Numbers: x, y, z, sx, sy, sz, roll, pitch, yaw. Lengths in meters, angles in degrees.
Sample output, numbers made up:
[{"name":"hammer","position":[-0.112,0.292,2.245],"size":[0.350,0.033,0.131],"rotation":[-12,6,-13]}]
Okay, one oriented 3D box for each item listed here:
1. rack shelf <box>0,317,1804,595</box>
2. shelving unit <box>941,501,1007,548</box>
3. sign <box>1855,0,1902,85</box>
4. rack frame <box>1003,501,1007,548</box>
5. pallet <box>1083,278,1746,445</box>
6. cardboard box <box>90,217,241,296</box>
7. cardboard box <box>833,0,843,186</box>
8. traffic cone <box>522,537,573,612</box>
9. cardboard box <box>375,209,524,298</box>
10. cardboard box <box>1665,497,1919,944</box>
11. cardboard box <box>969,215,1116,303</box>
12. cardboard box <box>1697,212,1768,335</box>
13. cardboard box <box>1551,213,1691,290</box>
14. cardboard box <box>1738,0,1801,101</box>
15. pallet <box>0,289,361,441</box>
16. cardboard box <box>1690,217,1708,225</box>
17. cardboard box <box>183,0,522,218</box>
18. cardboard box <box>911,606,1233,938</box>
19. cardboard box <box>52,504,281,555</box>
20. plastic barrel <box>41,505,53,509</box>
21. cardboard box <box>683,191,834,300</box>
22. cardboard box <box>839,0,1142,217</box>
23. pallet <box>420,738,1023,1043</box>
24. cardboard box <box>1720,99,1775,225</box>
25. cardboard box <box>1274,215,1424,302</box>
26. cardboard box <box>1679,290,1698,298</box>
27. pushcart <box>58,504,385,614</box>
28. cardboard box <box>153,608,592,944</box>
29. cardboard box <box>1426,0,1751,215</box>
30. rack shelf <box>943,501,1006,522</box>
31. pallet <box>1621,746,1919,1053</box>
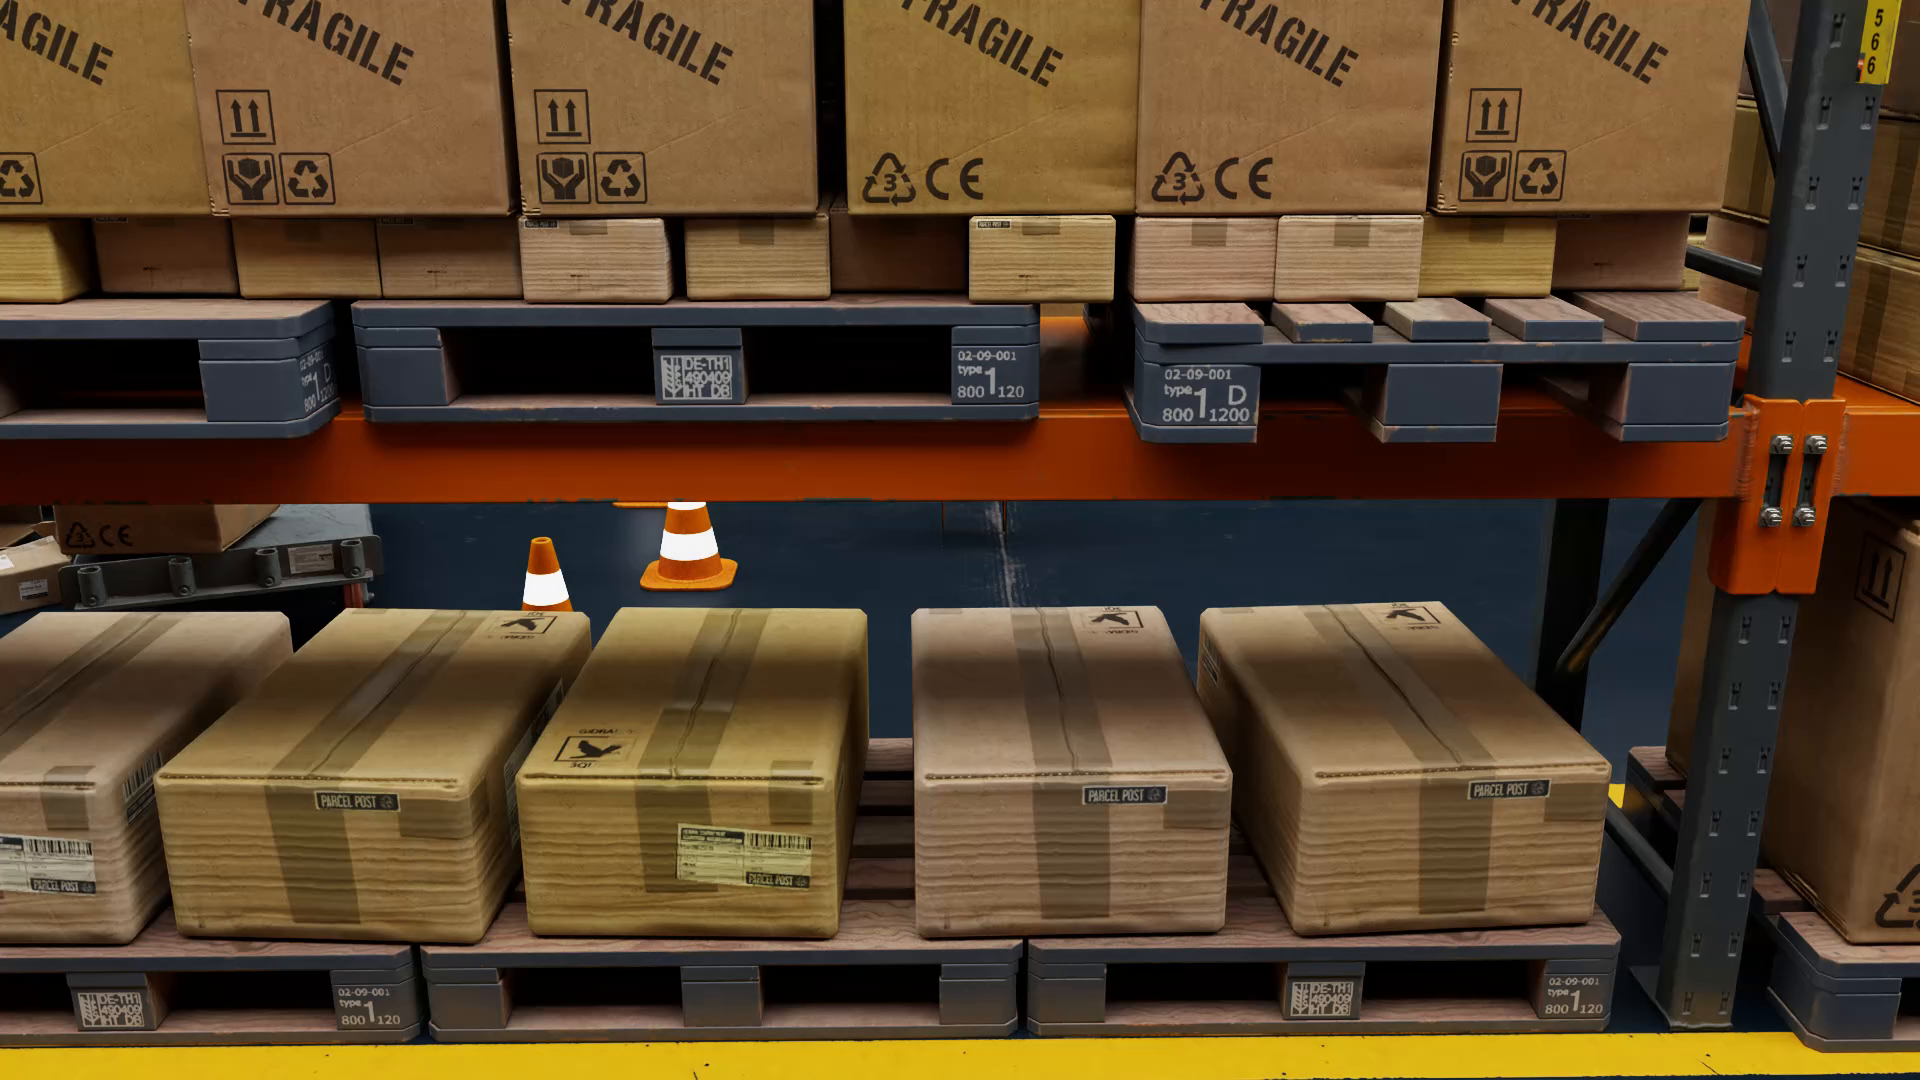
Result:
[{"name":"rack shelf","position":[-0.489,-0.221,3.504],"size":[4.000,0.370,1.077],"rotation":[0,18,-1]},{"name":"shelving unit","position":[0.053,-0.500,6.388],"size":[0.252,1.050,0.215],"rotation":[0,18,-1]},{"name":"sign","position":[1.528,-0.921,2.743],"size":[0.005,0.325,0.100],"rotation":[0,18,-1]},{"name":"rack frame","position":[0.175,-0.501,6.390],"size":[0.008,1.050,0.200],"rotation":[0,18,-1]},{"name":"pallet","position":[0.800,-0.446,3.341],"size":[1.003,0.211,1.213],"rotation":[0,18,-1]},{"name":"cardboard box","position":[-1.399,-0.564,3.118],"size":[0.250,0.149,0.380],"rotation":[1,18,3]},{"name":"cardboard box","position":[0.005,-1.022,3.484],"size":[0.500,0.500,0.500],"rotation":[0,18,0]},{"name":"traffic cone","position":[-1.271,0.220,5.103],"size":[0.334,0.463,0.336],"rotation":[0,18,-1]},{"name":"cardboard box","position":[-0.894,-0.553,3.084],"size":[0.250,0.149,0.380],"rotation":[0,18,0]},{"name":"cardboard box","position":[2.202,0.260,3.616],"size":[0.875,0.875,0.875],"rotation":[0,18,-1]},{"name":"cardboard box","position":[0.141,-0.538,3.036],"size":[0.250,0.149,0.380],"rotation":[0,18,0]},{"name":"cardboard box","position":[2.012,-0.584,3.702],"size":[0.500,0.250,0.500],"rotation":[-1,18,-3]},{"name":"cardboard box","position":[1.186,-0.580,3.170],"size":[0.250,0.149,0.380],"rotation":[0,18,1]},{"name":"cardboard box","position":[2.023,-1.179,3.513],"size":[0.500,0.500,0.500],"rotation":[-1,18,-2]},{"name":"pallet","position":[-1.723,-0.422,3.266],"size":[1.213,0.211,1.003],"rotation":[0,18,-1]},{"name":"cardboard box","position":[3.545,-1.543,8.625],"size":[0.500,0.250,0.500],"rotation":[0,18,1]},{"name":"cardboard box","position":[-1.020,-0.859,2.976],"size":[0.500,0.500,0.500],"rotation":[0,18,-1]},{"name":"cardboard box","position":[0.208,0.484,3.744],"size":[0.625,0.372,0.950],"rotation":[-1,18,-2]},{"name":"cardboard box","position":[-2.547,-0.268,5.325],"size":[0.500,0.500,0.500],"rotation":[0,18,-1]},{"name":"plastic barrel","position":[-3.778,-0.365,6.991],"size":[0.421,0.421,0.512],"rotation":[14,22,37]},{"name":"cardboard box","position":[-0.362,-0.549,3.071],"size":[0.250,0.149,0.380],"rotation":[-1,18,-3]},{"name":"cardboard box","position":[0.039,-0.867,3.001],"size":[0.500,0.500,0.500],"rotation":[-1,18,-5]},{"name":"pallet","position":[-0.488,0.763,3.824],"size":[1.213,0.211,1.003],"rotation":[0,18,-1]},{"name":"cardboard box","position":[1.991,-0.820,3.620],"size":[0.500,0.250,0.500],"rotation":[0,18,-1]},{"name":"cardboard box","position":[0.668,-0.542,3.050],"size":[0.250,0.149,0.380],"rotation":[0,18,-1]},{"name":"cardboard box","position":[3.569,-1.030,8.251],"size":[0.500,0.500,0.500],"rotation":[-1,18,-2]},{"name":"pushcart","position":[-2.575,-0.002,5.935],"size":[0.936,0.377,1.648],"rotation":[-7,19,-20]},{"name":"cardboard box","position":[-1.246,0.489,3.726],"size":[0.625,0.372,0.950],"rotation":[1,18,3]},{"name":"cardboard box","position":[1.060,-0.875,3.028],"size":[0.500,0.500,0.500],"rotation":[-1,18,-2]},{"name":"rack shelf","position":[0.053,-0.225,6.476],"size":[0.240,0.259,0.215],"rotation":[0,18,-1]},{"name":"pallet","position":[2.300,0.774,3.790],"size":[1.213,0.211,1.003],"rotation":[0,18,-1]}]
